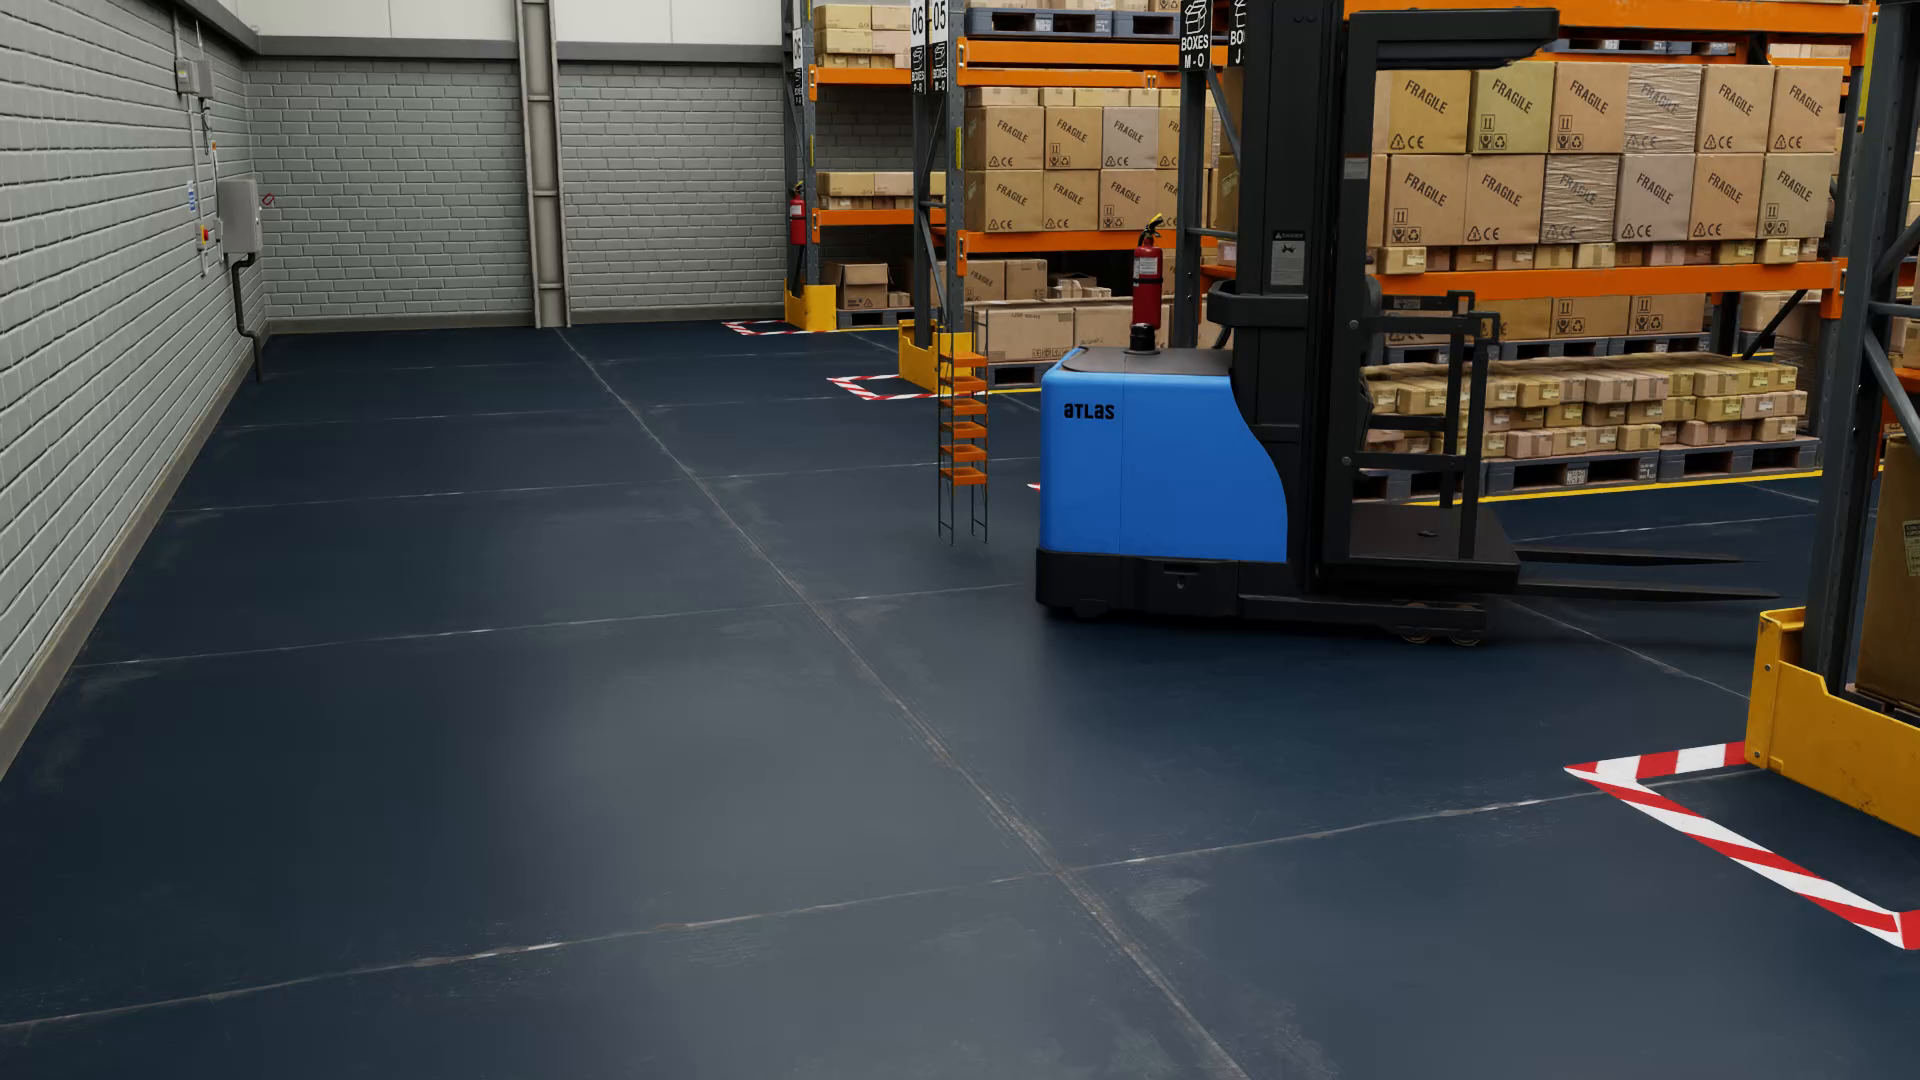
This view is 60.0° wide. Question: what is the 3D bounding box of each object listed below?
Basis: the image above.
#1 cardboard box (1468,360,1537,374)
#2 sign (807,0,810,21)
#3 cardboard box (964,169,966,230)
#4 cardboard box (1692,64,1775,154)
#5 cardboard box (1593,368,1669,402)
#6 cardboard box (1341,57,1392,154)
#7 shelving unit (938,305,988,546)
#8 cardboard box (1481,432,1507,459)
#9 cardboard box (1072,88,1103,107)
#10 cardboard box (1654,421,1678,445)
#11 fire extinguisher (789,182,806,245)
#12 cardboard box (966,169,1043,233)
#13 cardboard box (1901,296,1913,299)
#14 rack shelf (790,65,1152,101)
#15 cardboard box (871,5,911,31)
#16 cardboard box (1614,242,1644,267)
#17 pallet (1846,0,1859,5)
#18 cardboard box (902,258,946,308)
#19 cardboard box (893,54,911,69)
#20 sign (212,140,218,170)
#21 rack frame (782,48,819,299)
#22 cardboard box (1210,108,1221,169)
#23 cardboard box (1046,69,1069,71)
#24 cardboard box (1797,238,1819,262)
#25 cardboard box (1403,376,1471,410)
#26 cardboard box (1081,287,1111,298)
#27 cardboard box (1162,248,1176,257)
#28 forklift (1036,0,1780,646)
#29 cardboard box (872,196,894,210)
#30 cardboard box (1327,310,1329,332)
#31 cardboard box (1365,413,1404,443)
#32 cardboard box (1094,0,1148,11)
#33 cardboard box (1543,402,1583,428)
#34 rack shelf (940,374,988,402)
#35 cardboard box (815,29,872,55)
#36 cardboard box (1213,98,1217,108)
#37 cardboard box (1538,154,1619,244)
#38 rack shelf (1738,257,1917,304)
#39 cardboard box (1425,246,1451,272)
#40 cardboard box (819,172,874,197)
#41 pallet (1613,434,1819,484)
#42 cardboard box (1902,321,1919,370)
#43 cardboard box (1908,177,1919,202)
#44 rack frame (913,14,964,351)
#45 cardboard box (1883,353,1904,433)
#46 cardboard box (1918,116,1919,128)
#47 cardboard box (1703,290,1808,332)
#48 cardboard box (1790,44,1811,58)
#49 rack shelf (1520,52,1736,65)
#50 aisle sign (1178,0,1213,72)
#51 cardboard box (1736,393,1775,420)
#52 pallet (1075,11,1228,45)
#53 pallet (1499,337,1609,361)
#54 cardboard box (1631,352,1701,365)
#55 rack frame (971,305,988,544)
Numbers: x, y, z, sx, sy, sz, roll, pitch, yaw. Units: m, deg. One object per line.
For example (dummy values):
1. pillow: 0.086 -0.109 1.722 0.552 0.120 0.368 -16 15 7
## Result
1. cardboard box: 3.399 -1.027 10.446 0.250 0.149 0.380 -4 14 -18
2. sign: -1.598 -5.647 17.530 0.005 0.325 0.100 -4 14 -18
3. cardboard box: 0.188 -2.935 14.285 0.500 0.500 0.500 -4 14 -18
4. cardboard box: 4.434 -2.556 9.889 0.500 0.500 0.500 -5 14 -20
5. cardboard box: 4.066 -0.944 10.095 0.250 0.149 0.380 -5 14 -21
6. cardboard box: 2.000 -2.369 9.103 0.500 0.500 0.500 -5 14 -18
7. shelving unit: 0.014 -0.585 8.508 0.189 1.200 0.258 -4 14 -18
8. cardboard box: 3.033 -0.592 9.904 0.250 0.149 0.380 -4 14 -18
9. cardboard box: 0.993 -3.661 13.775 0.250 0.149 0.380 -5 14 -20
10. cardboard box: 4.227 -0.696 10.342 0.250 0.149 0.380 -5 14 -19
11. fire extinguisher: -1.763 -3.550 18.058 0.183 0.674 0.296 -4 14 -18
12. cardboard box: 0.362 -2.814 13.775 0.500 0.500 0.500 -5 14 -19
13. cardboard box: 6.894 -1.551 11.553 0.500 0.250 0.500 -5 14 -21
14. rack shelf: 0.125 -5.138 18.835 4.000 0.370 1.077 -4 14 -18
15. cardboard box: -0.782 -5.667 18.103 0.500 0.250 0.500 -5 14 -18
16. cardboard box: 3.845 -1.719 9.928 0.250 0.149 0.380 -5 14 -19
17. pallet: 5.900 -3.400 10.379 1.003 0.211 1.213 -4 14 -18
18. cardboard box: -0.338 -2.948 19.051 0.500 0.500 0.700 -4 14 -16
19. cardboard box: -0.637 -5.227 18.196 0.250 0.149 0.380 -4 14 -17
20. sign: -6.231 -3.218 13.903 0.001 0.242 0.339 -4 14 -18
21. rack frame: -1.771 -3.881 18.478 0.127 3.000 1.000 -4 14 -18
22. cardboard box: 2.285 -3.453 14.299 0.500 0.500 0.500 -4 14 -17
23. cardboard box: 1.049 -5.370 18.797 0.250 0.149 0.380 -5 14 -18
24. cardboard box: 5.085 -1.815 10.335 0.250 0.149 0.380 -5 14 -19
25. cardboard box: 2.806 -0.859 9.741 0.250 0.149 0.380 -5 14 -21
26. cardboard box: 1.586 -2.888 19.557 0.250 0.149 0.380 -5 14 -20
27. cardboard box: 2.445 -3.448 19.751 0.250 0.149 0.380 -4 14 -15
28. forklift: 1.898 -1.125 7.040 3.031 2.935 1.130 3 14 11
29. cardboard box: -0.908 -3.779 18.591 0.250 0.149 0.380 -5 14 -19
30. cardboard box: 2.977 -2.023 15.296 0.875 0.438 0.875 -5 14 -19
31. cardboard box: 2.346 -0.667 9.575 0.250 0.149 0.380 -5 14 -18
32. cardboard box: 1.250 -4.561 13.924 0.500 0.311 0.500 -4 14 -17
33. cardboard box: 3.552 -0.787 10.079 0.250 0.149 0.380 -4 14 -15
34. rack shelf: 0.014 -0.775 8.463 0.180 0.103 0.258 -4 14 -18
35. cardboard box: -1.263 -5.385 18.000 0.500 0.250 0.500 -5 14 -19
36. cardboard box: 2.185 -3.766 14.214 0.250 0.149 0.380 -5 14 -19
37. cardboard box: 3.452 -1.998 9.702 0.500 0.500 0.500 -5 14 -20
38. rack shelf: 7.177 -1.808 11.315 4.000 0.370 1.077 -4 14 -18
39. cardboard box: 2.604 -1.630 9.555 0.250 0.149 0.380 -4 14 -15
40. cardboard box: -1.255 -3.927 18.353 0.500 0.250 0.500 -4 14 -18
41. pallet: 4.656 -0.596 10.693 1.213 0.211 1.003 -4 14 -18
42. cardboard box: 3.209 -0.596 5.208 0.250 0.149 0.380 -4 14 -17
43. cardboard box: 5.801 -2.165 10.255 0.250 0.149 0.380 -4 14 -17
44. rack frame: -0.184 -2.793 13.903 0.127 3.000 1.000 -4 14 -18
45. cardboard box: 6.066 -0.995 10.836 0.500 0.500 0.500 -4 14 -16
46. cardboard box: 9.922 -4.229 16.772 0.250 0.149 0.380 -5 14 -20
47. cardboard box: 7.937 -2.349 16.806 0.625 0.372 0.950 -5 14 -22
48. cardboard box: 7.993 -4.782 16.073 0.258 0.266 0.396 -4 14 -18
49. rack shelf: 5.502 -4.345 15.500 4.000 0.370 1.077 -4 14 -18
50. aisle sign: 1.325 -3.040 9.323 0.004 0.787 0.394 -4 14 -18
51. cardboard box: 4.832 -0.856 10.371 0.250 0.149 0.380 -5 14 -21
52. pallet: 1.674 -4.357 14.188 1.213 0.211 1.003 -4 14 -18
53. pallet: 5.472 -1.896 16.157 1.213 0.211 1.003 -4 14 -18
54. cardboard box: 4.609 -1.129 10.877 0.250 0.149 0.380 -4 14 -15
55. rack frame: 0.100 -0.592 8.537 0.006 1.200 0.240 -4 14 -18
